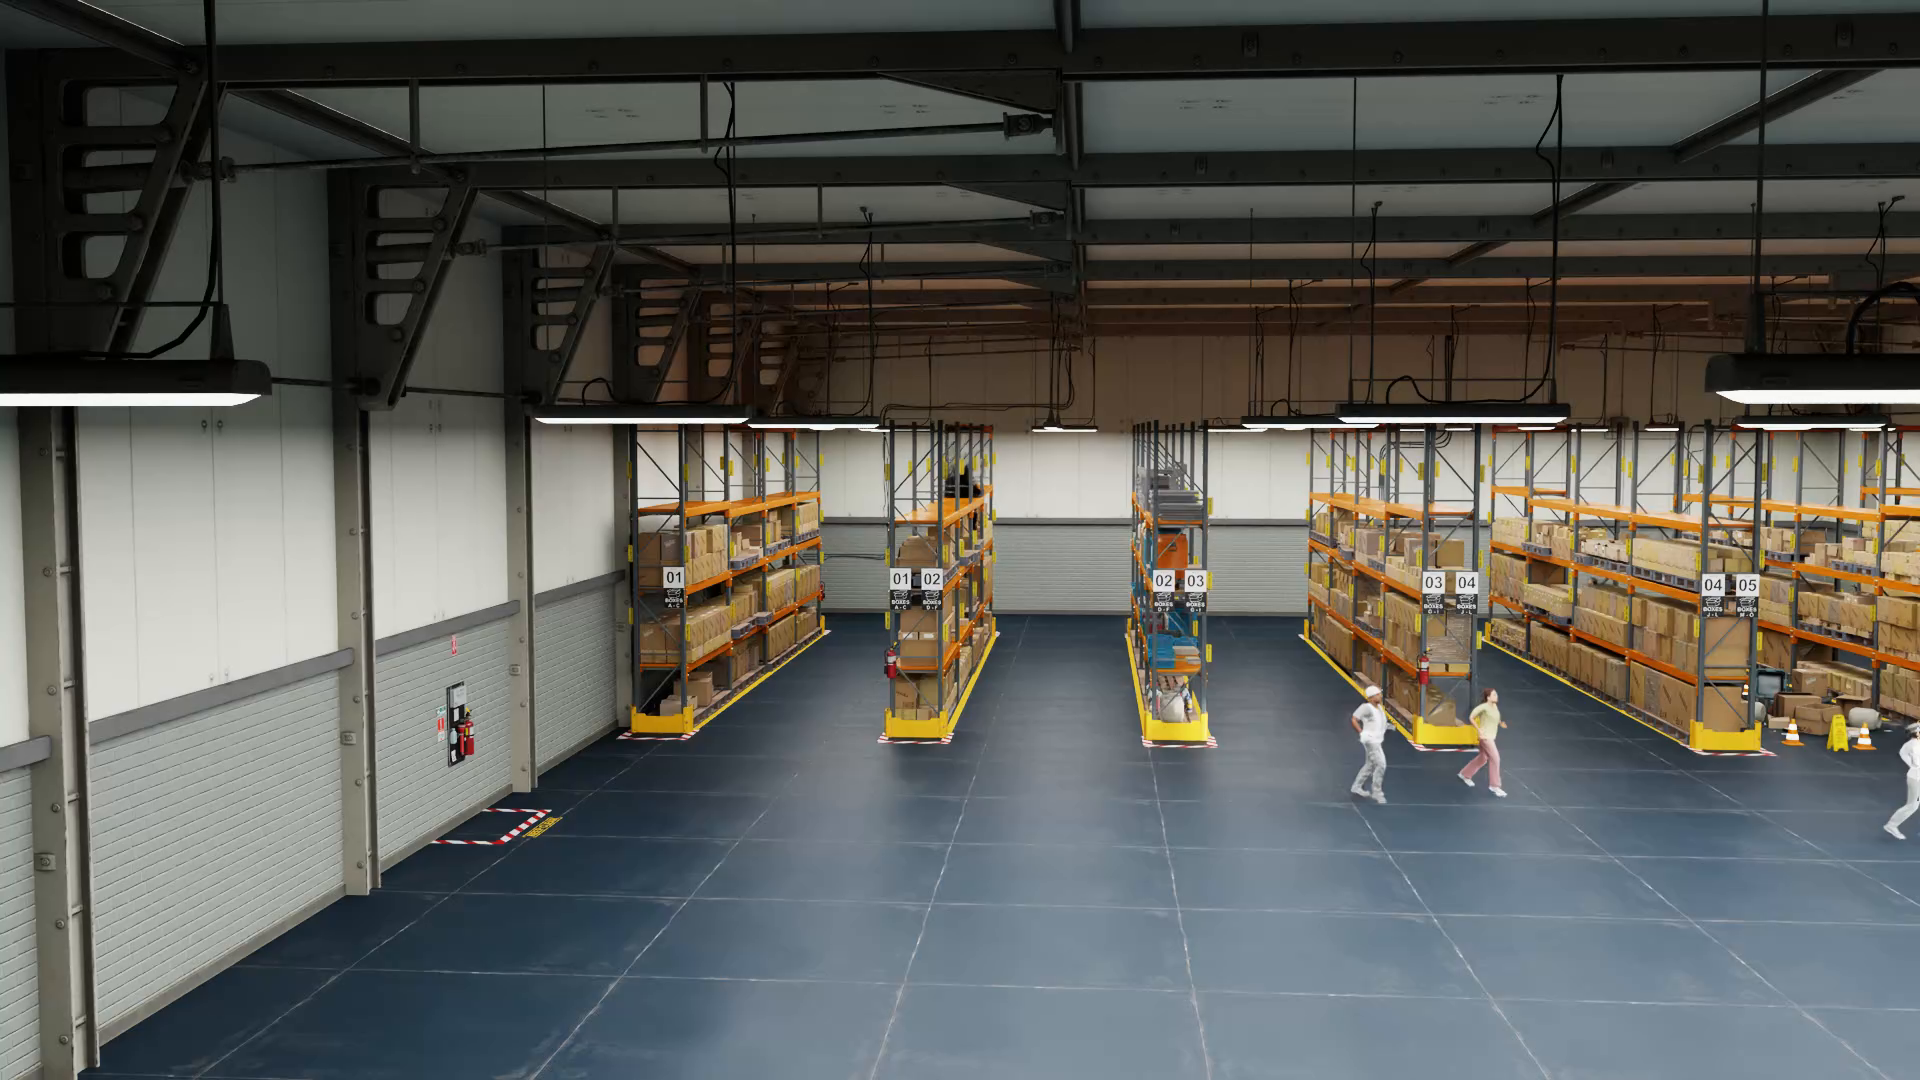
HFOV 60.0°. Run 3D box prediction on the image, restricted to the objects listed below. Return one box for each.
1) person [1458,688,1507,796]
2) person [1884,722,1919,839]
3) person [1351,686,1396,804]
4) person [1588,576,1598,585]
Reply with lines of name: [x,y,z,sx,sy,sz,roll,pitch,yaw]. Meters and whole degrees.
person: [8.395,3.194,26.630,0.840,1.702,0.572,3,5,38]
person: [13.400,3.386,23.251,0.767,1.730,0.600,2,4,34]
person: [6.447,3.197,25.992,0.696,1.845,0.671,2,4,32]
person: [18.093,1.887,47.339,0.882,1.743,0.623,1,4,8]
